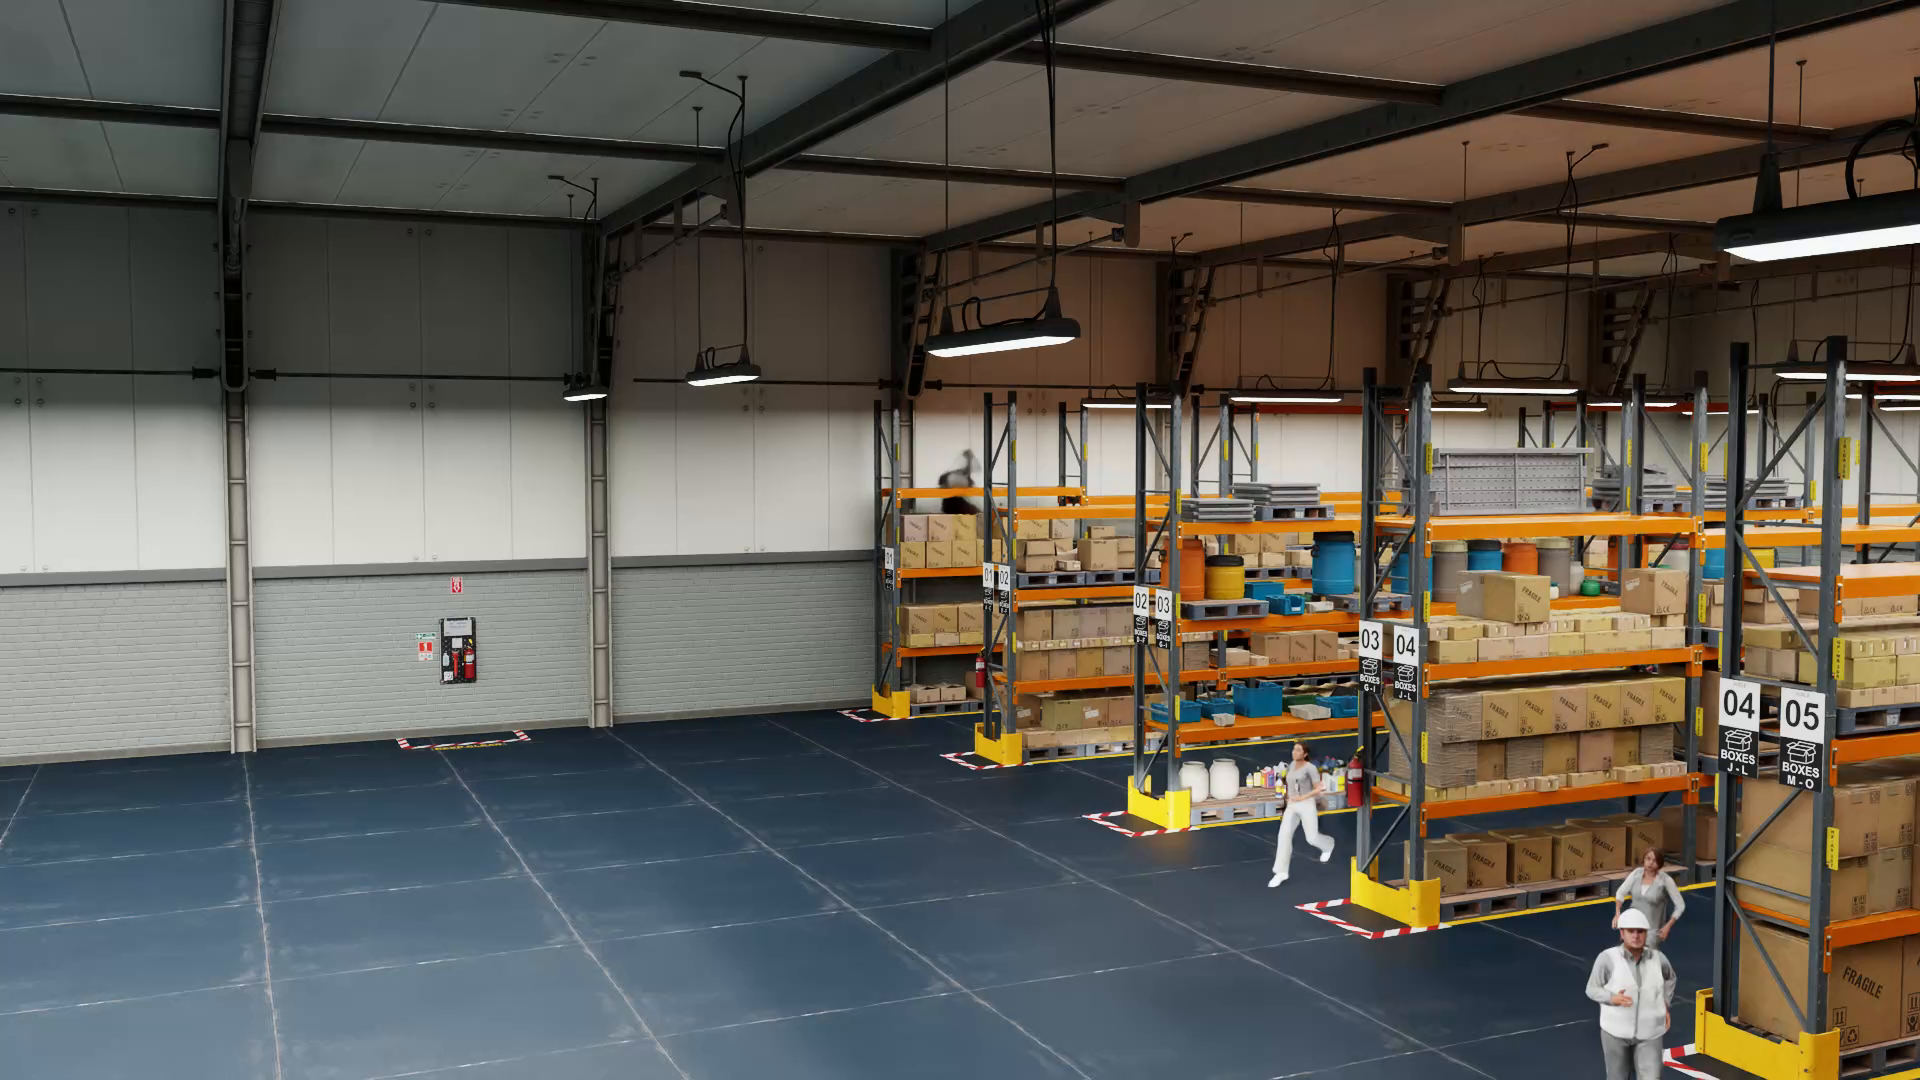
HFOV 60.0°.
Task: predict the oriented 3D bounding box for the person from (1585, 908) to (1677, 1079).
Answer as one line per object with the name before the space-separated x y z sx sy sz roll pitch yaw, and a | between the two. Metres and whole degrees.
person | 4.845 3.553 11.982 0.651 1.789 0.881 1 3 14

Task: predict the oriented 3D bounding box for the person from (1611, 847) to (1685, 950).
person | 6.200 3.530 15.045 0.484 1.550 0.594 -3 4 -41

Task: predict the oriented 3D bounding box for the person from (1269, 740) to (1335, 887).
person | 4.067 3.198 19.654 1.124 1.672 0.536 -3 5 -44
